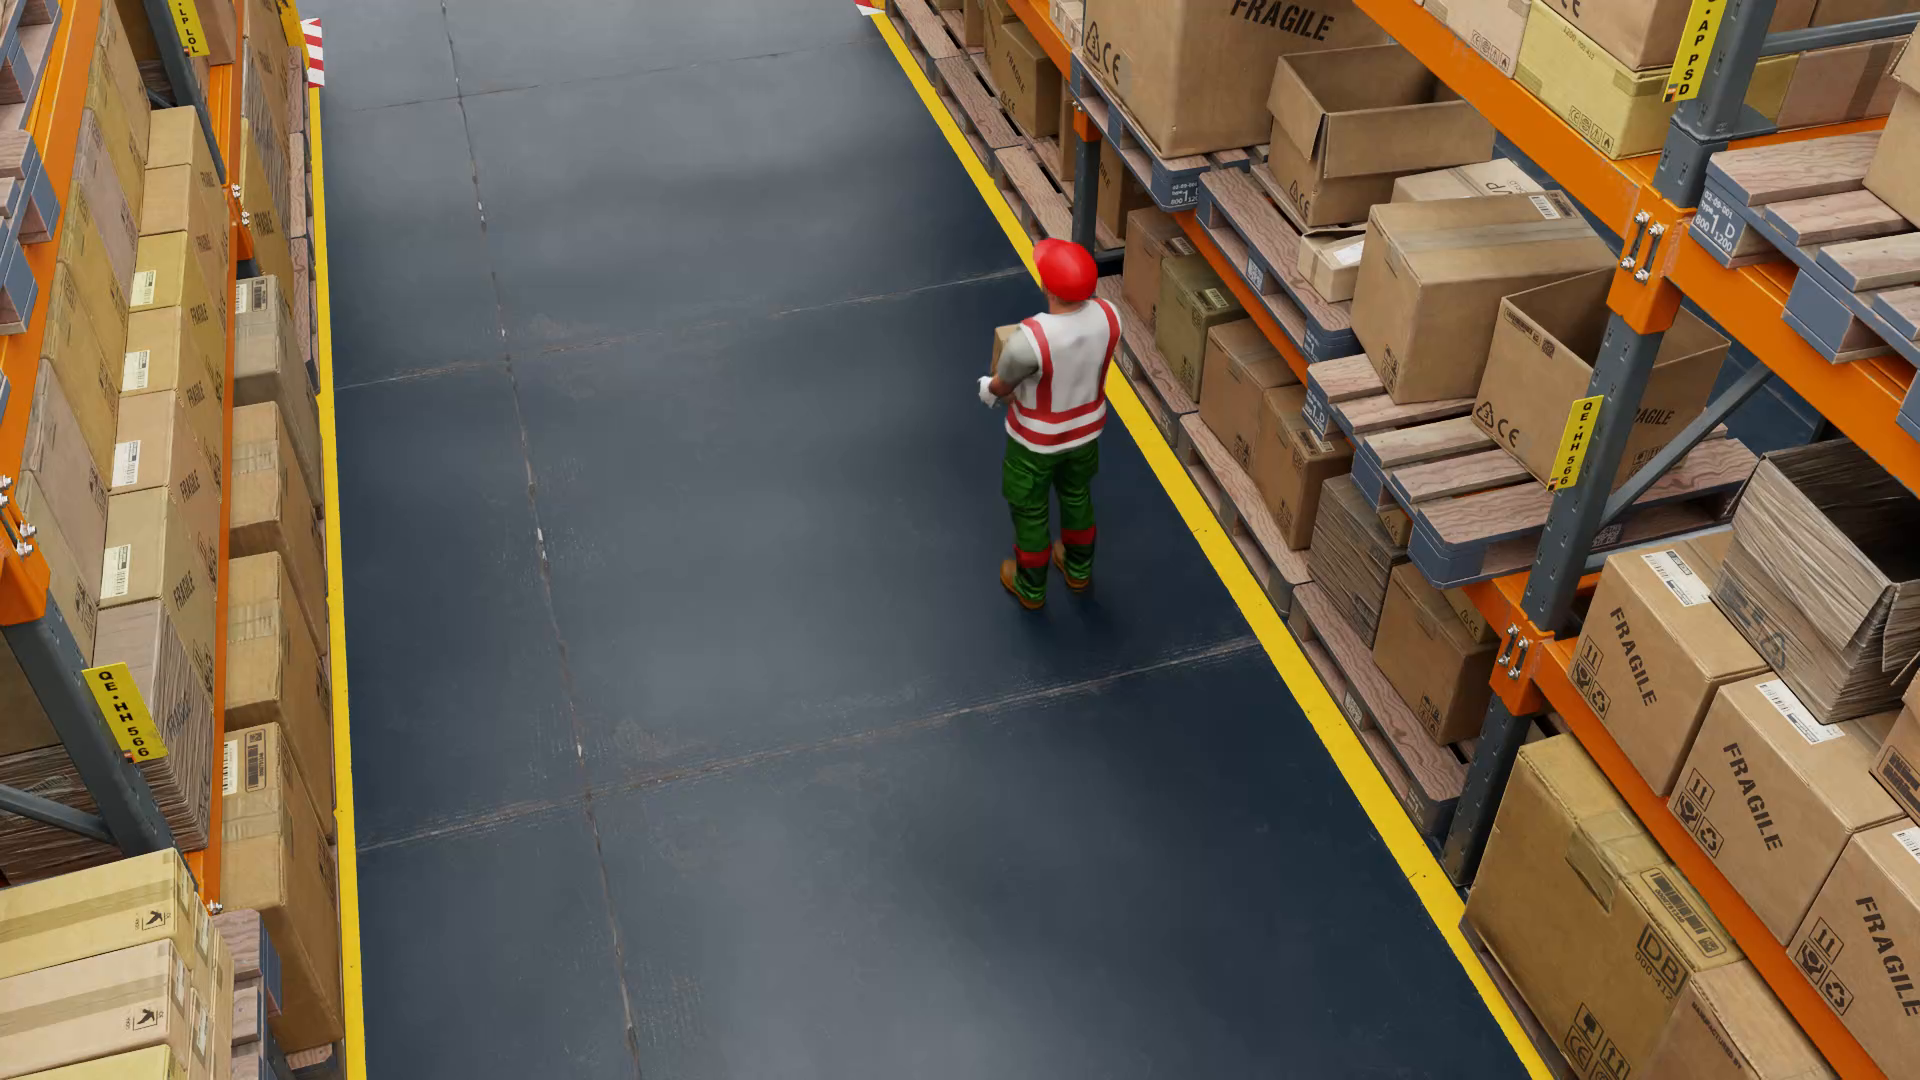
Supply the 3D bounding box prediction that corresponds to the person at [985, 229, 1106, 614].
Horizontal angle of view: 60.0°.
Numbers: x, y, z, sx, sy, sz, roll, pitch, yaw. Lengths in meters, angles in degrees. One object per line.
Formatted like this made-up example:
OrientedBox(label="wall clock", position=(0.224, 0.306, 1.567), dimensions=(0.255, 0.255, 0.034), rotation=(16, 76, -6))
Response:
OrientedBox(label="person", position=(0.319, -0.483, 6.646), dimensions=(0.437, 1.800, 0.585), rotation=(-2, 42, -2))
